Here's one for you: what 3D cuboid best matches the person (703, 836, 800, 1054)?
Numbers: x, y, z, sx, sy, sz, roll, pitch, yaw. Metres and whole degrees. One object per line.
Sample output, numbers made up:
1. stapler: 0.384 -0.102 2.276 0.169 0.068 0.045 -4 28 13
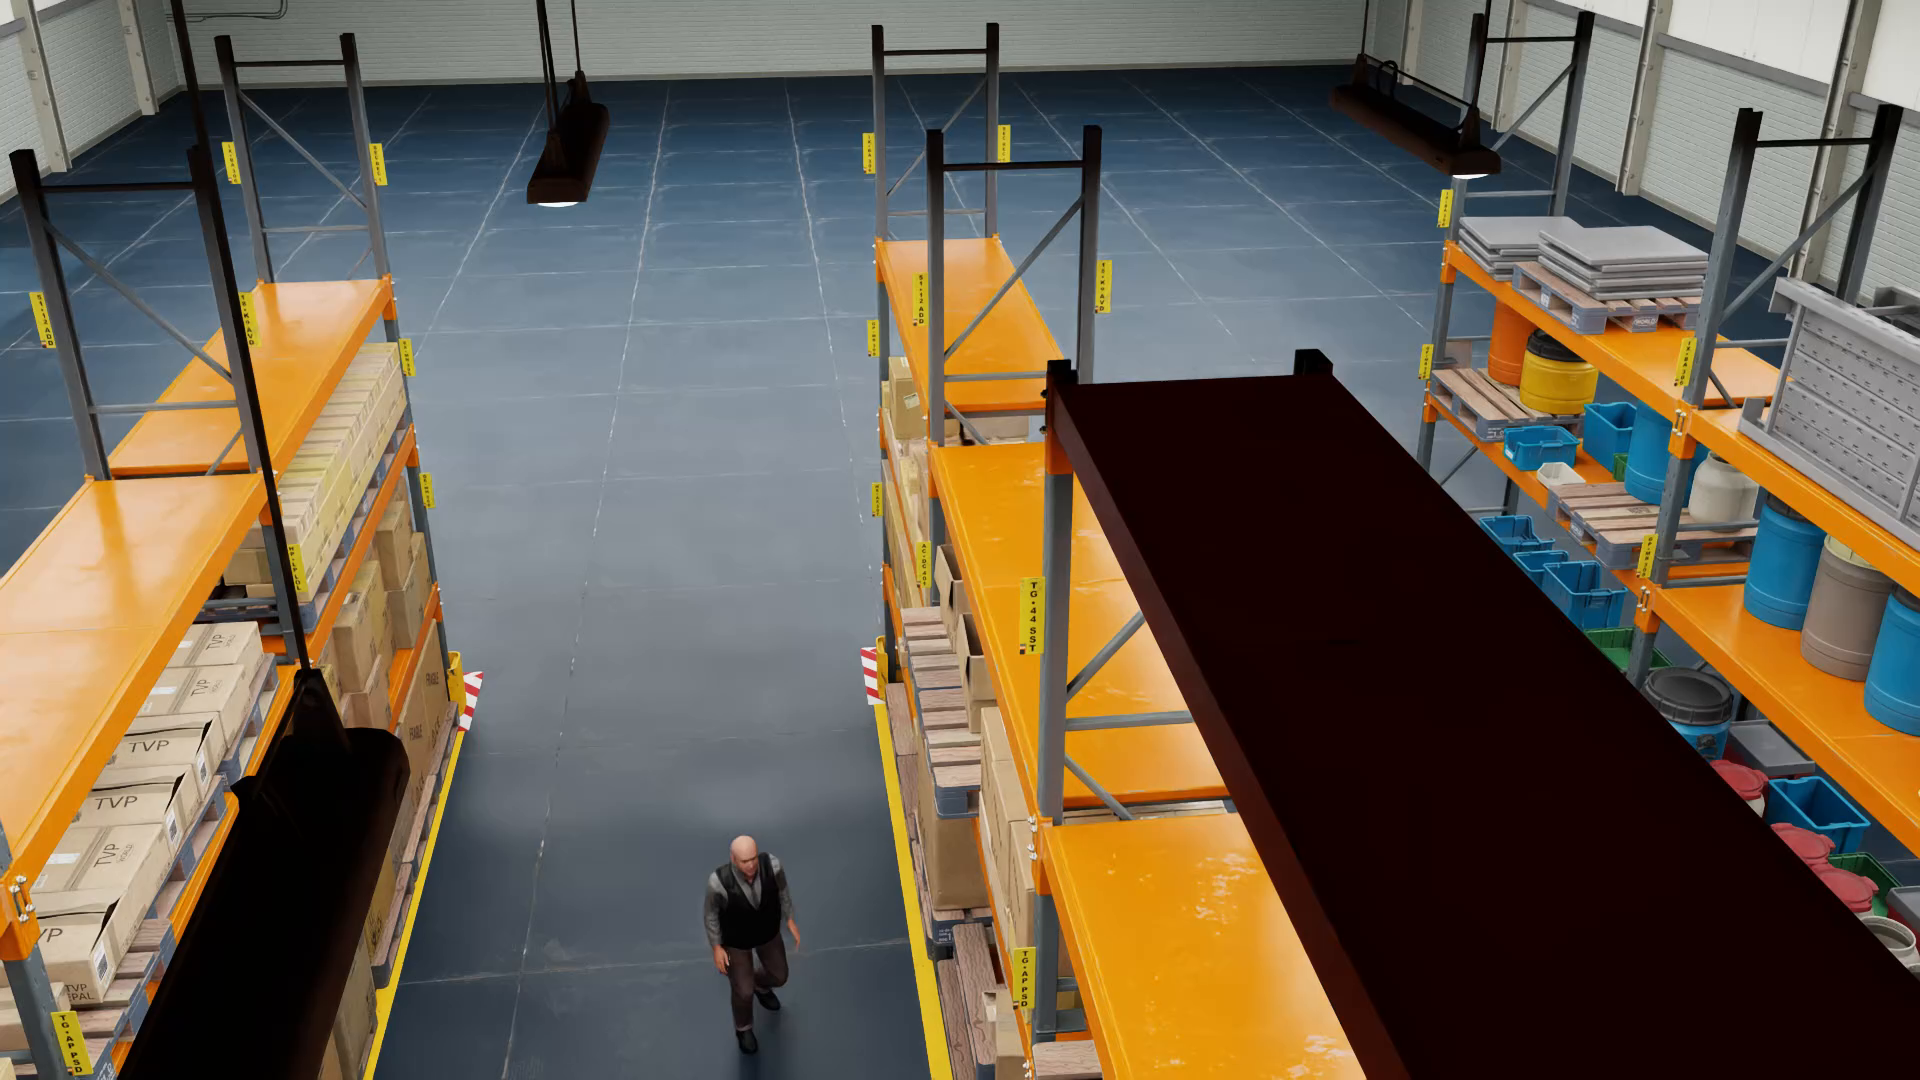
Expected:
1. person: -1.432 2.601 11.101 0.600 1.699 0.590 -14 29 -27
